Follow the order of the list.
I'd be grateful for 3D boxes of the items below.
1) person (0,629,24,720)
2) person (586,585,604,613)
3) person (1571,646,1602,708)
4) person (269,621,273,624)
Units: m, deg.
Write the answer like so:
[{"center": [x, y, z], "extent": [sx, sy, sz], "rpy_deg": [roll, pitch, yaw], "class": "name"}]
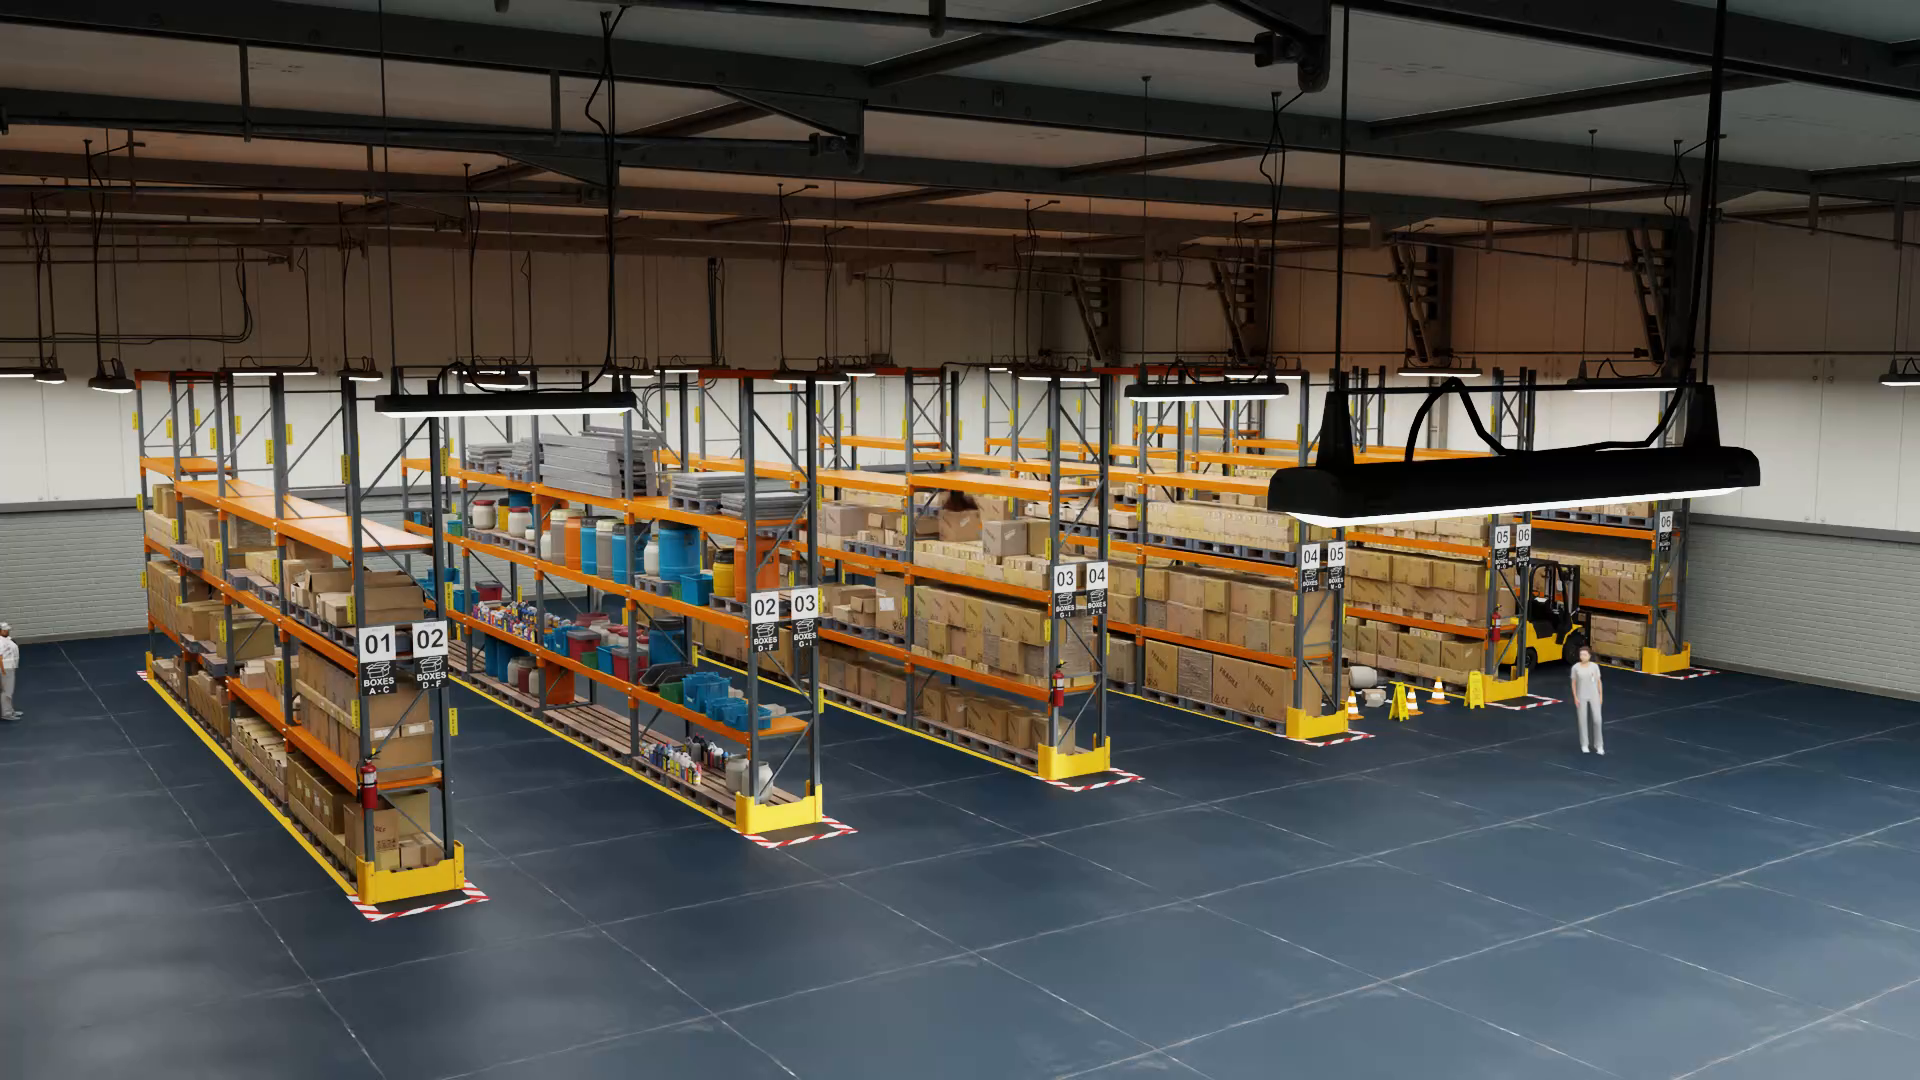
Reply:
[{"center": [-16.514, 2.282, 28.852], "extent": [0.412, 1.663, 0.540], "rpy_deg": [-3, 7, -27], "class": "person"}, {"center": [-8.421, 1.176, 38.470], "extent": [0.379, 1.679, 0.492], "rpy_deg": [2, 7, 20], "class": "person"}, {"center": [9.945, 2.167, 26.376], "extent": [0.492, 0.975, 0.341], "rpy_deg": [2, 7, 15], "class": "person"}, {"center": [-15.062, 1.293, 37.046], "extent": [1.067, 1.750, 0.670], "rpy_deg": [-1, 7, -12], "class": "person"}]
